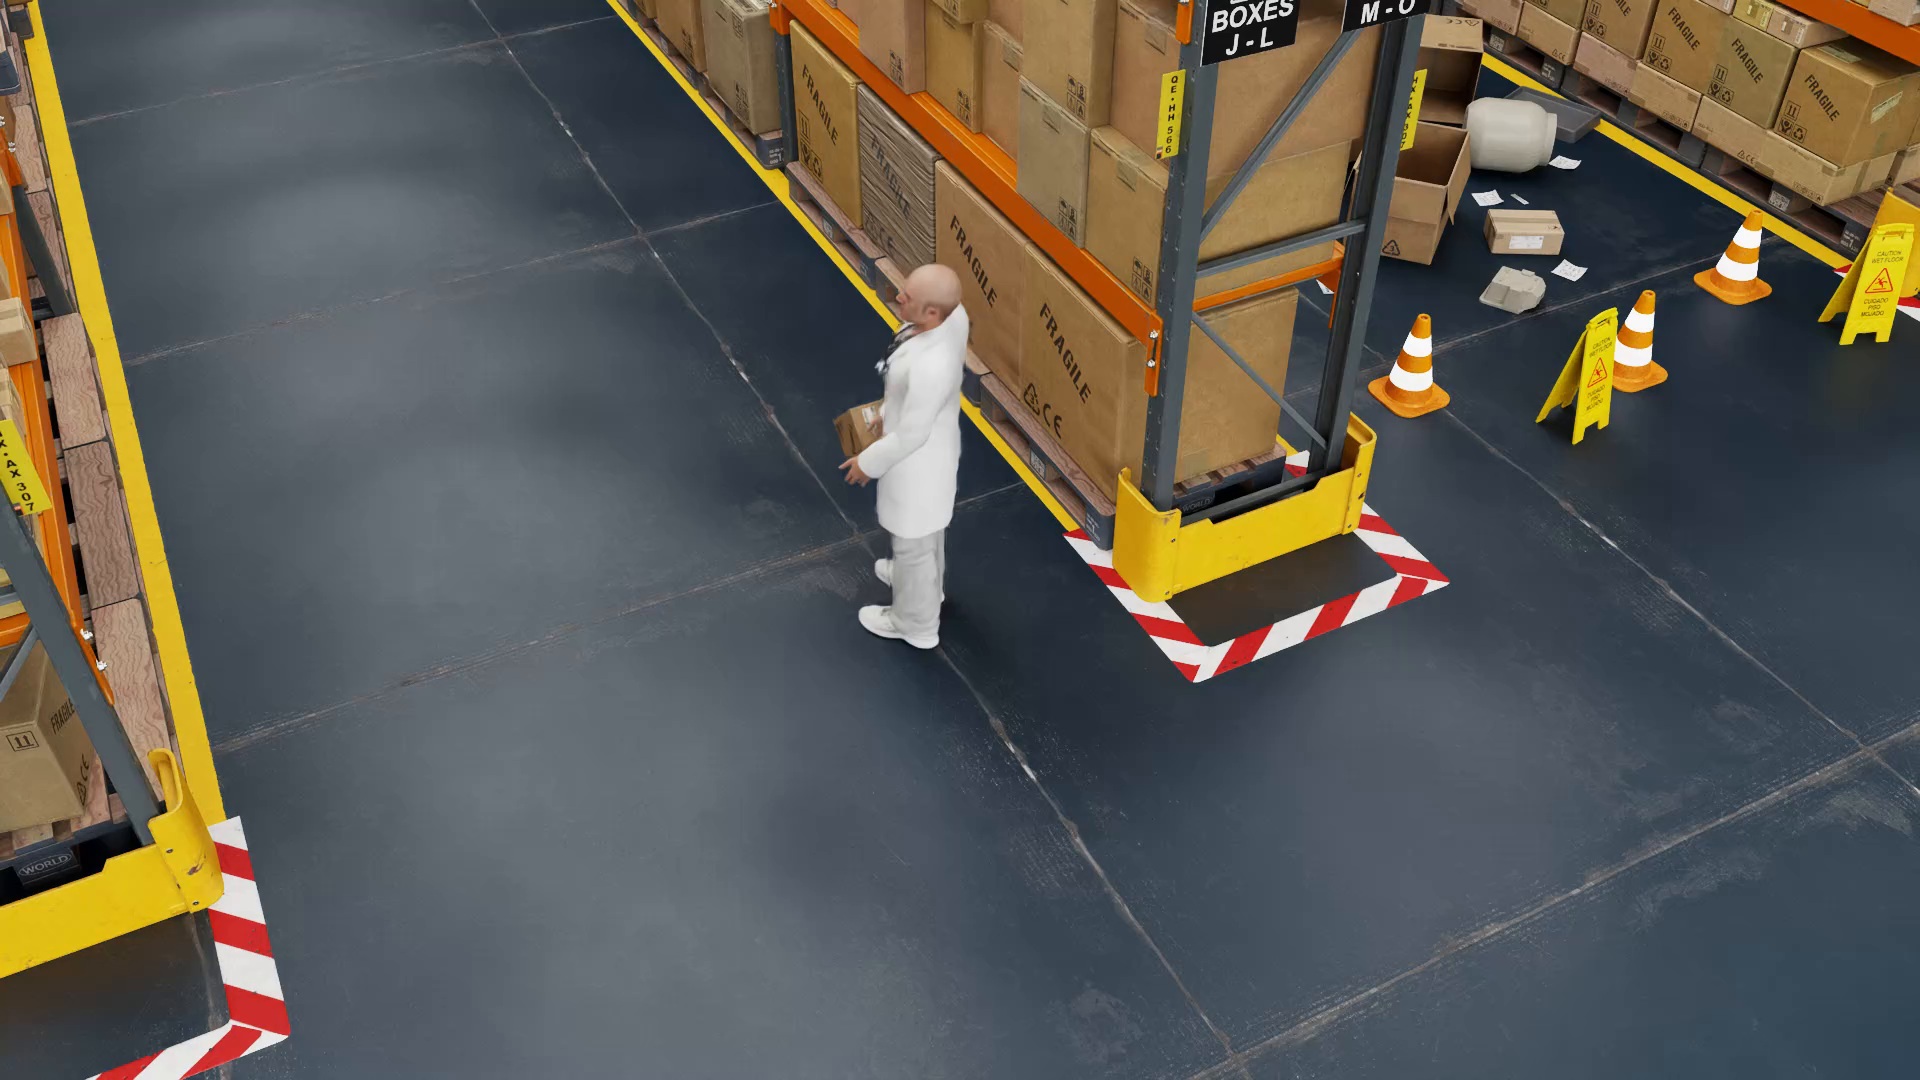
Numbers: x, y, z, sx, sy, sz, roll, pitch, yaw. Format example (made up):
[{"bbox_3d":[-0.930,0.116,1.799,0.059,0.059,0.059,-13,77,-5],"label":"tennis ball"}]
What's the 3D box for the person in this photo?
[{"bbox_3d":[-0.214,-0.337,6.550,0.473,1.775,0.627,5,41,5],"label":"person"}]
